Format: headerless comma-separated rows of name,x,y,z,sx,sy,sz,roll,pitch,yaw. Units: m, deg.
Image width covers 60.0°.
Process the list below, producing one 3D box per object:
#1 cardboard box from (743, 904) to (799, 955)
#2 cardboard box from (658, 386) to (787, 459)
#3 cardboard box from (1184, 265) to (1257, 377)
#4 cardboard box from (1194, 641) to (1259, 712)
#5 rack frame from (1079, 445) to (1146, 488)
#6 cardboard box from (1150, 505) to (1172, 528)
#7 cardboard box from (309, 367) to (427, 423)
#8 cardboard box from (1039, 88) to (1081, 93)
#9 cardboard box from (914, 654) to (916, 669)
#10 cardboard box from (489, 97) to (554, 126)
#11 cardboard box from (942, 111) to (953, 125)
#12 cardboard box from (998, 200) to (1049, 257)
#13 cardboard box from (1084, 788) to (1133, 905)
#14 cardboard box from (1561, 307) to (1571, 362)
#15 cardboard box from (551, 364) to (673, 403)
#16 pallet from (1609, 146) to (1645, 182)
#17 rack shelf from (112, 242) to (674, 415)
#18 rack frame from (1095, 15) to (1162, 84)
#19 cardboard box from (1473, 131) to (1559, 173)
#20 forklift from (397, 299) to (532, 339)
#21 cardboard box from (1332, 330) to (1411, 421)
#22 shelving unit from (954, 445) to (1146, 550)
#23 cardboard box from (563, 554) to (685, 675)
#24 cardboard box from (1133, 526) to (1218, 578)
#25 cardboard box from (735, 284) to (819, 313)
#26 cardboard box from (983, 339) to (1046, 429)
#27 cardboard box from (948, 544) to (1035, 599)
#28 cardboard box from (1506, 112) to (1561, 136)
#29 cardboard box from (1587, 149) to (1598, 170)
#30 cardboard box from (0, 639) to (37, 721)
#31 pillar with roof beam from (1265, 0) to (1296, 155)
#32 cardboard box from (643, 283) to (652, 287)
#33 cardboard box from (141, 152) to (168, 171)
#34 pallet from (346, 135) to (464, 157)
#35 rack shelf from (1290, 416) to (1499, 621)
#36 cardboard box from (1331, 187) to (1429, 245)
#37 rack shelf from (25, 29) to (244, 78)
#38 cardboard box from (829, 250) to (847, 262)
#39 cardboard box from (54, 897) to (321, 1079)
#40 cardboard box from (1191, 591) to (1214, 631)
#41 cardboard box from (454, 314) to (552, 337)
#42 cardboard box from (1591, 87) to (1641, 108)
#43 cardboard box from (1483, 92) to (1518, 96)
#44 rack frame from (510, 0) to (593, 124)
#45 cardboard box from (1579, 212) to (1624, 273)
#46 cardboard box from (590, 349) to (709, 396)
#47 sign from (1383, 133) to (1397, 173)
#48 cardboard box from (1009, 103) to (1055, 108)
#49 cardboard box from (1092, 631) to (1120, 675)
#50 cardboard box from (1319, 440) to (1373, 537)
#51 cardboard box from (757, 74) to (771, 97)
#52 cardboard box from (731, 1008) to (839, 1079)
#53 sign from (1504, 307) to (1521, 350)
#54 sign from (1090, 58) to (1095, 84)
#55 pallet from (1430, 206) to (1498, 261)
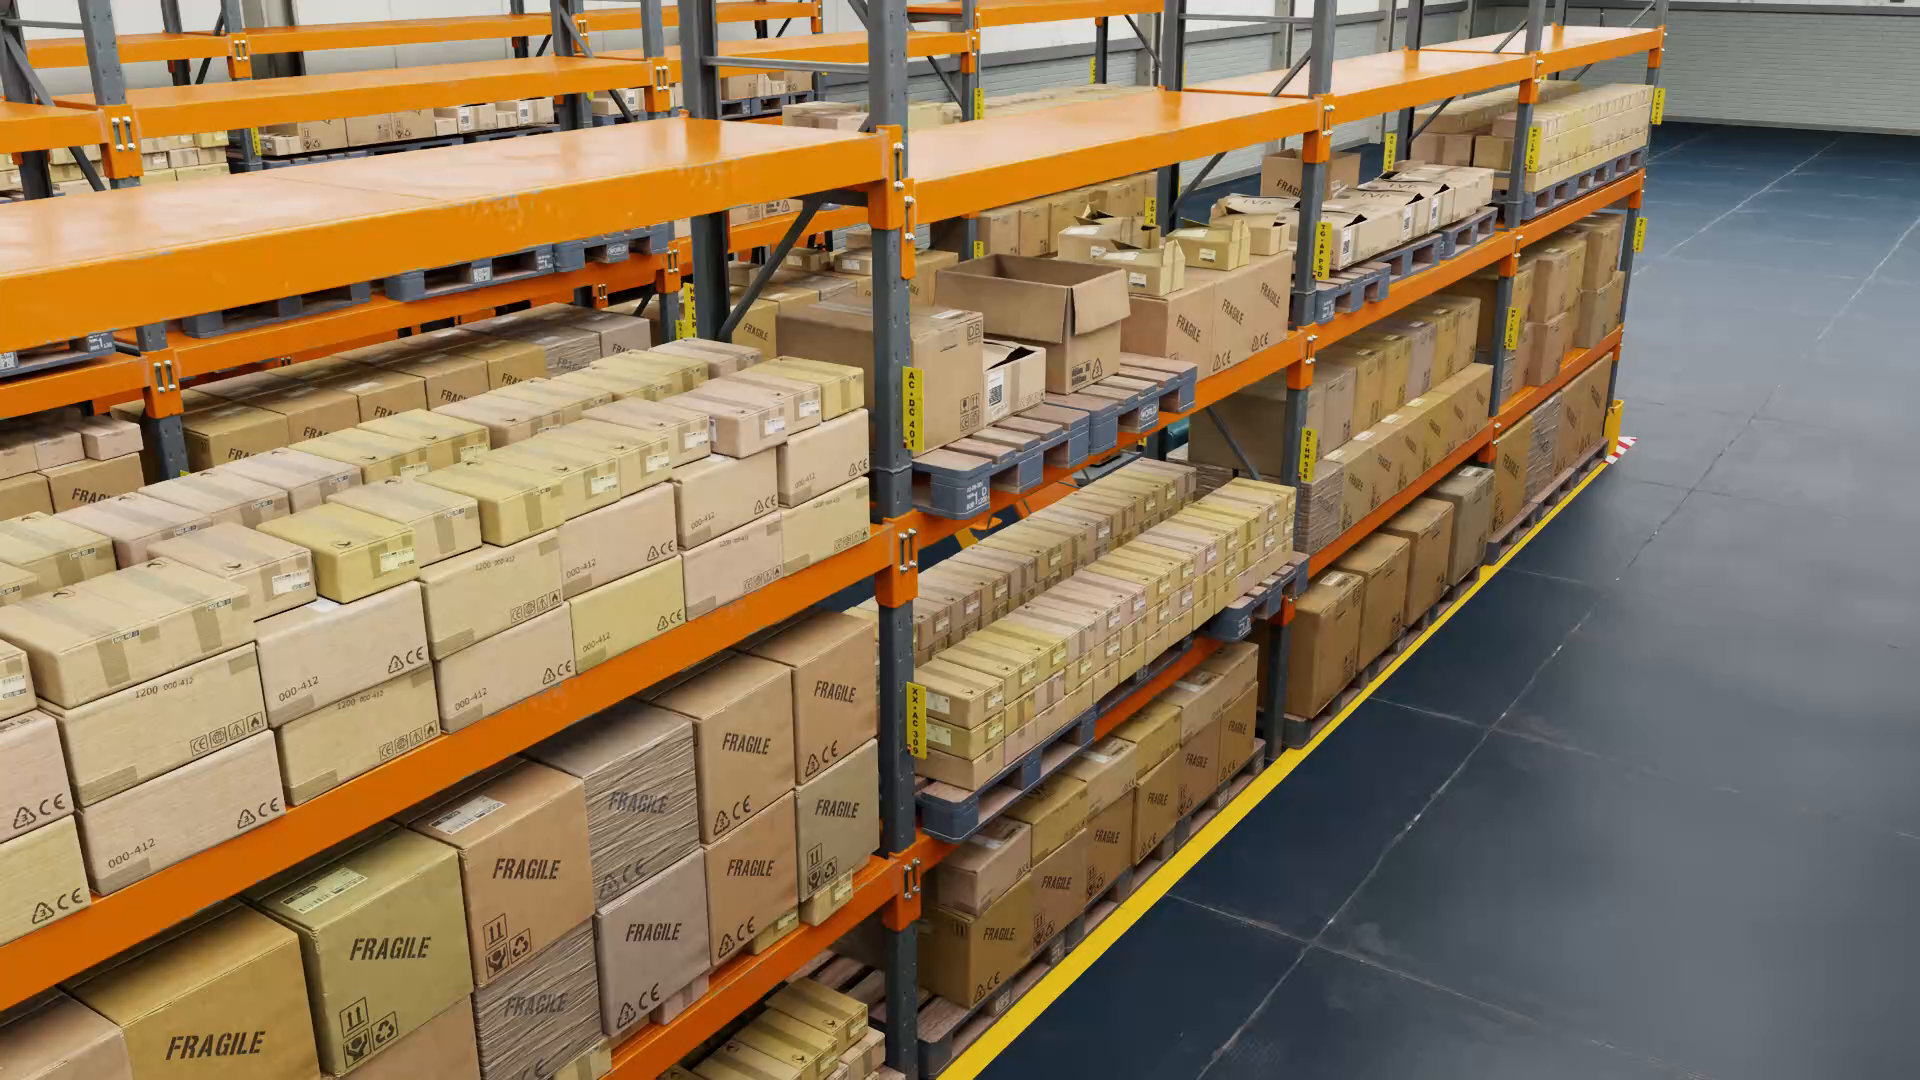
cardboard box,-0.856,1.450,6.530,0.380,0.149,0.250,14,25,34
cardboard box,-0.827,-0.414,5.805,0.380,0.149,0.250,13,24,32
cardboard box,1.232,-1.197,8.858,0.500,0.500,0.500,13,24,32
cardboard box,1.446,0.768,9.929,0.500,0.250,0.500,13,24,31
rack frame,1.006,-0.686,14.314,1.500,0.500,0.032,-29,1,37
cardboard box,1.025,-0.144,9.806,0.380,0.149,0.250,15,25,34
cardboard box,-3.754,-0.772,10.592,0.500,0.500,0.500,13,24,31
cardboard box,1.069,-4.743,17.800,0.380,0.149,0.250,13,24,32
cardboard box,-0.428,0.598,7.801,0.380,0.149,0.250,13,24,32
cardboard box,-4.601,-4.508,17.330,0.500,0.311,0.500,12,24,30
cardboard box,-0.291,-3.984,15.747,0.380,0.149,0.250,14,24,33
cardboard box,0.443,-3.069,16.370,0.700,0.500,0.500,13,24,32
cardboard box,0.579,1.555,8.883,0.500,0.500,0.500,14,24,33
cardboard box,4.966,-1.895,14.996,0.875,0.550,0.500,13,24,32
cardboard box,-1.274,-0.522,6.098,0.380,0.149,0.250,13,24,31
pallet,5.702,-3.549,15.487,1.003,0.211,1.213,13,24,32
rack shelf,-3.661,-1.535,10.952,1.077,0.370,4.000,13,24,32
rack frame,1.960,-6.148,18.063,1.000,3.000,0.127,13,24,32
cardboard box,4.368,-3.056,13.065,0.500,0.250,0.500,13,24,32
forklift,-4.351,-1.464,14.147,3.031,2.935,1.130,17,26,39
cardboard box,2.731,-1.185,11.708,0.700,0.500,0.500,13,24,31
shelving unit,0.739,-0.529,13.899,1.500,0.587,1.083,-29,1,37
cardboard box,-1.263,0.188,5.472,0.500,0.250,0.500,13,24,31
cardboard box,1.139,0.061,8.823,0.380,0.149,0.250,13,24,32
cardboard box,-1.513,-1.811,13.807,0.500,0.500,0.500,14,24,33
cardboard box,0.033,-0.729,7.259,0.500,0.311,0.500,13,24,31
cardboard box,0.162,0.159,8.557,0.380,0.149,0.250,12,23,29
cardboard box,4.490,-3.269,13.066,0.380,0.149,0.250,13,24,31
cardboard box,5.203,-3.258,14.186,0.380,0.149,0.250,14,24,33
cardboard box,-2.355,0.316,3.831,0.380,0.149,0.250,14,25,34
pillar with roof beam,10.395,-11.416,32.305,9.100,9.000,0.400,13,24,32
cardboard box,-3.711,-3.000,20.116,0.500,0.250,0.500,13,24,32
cardboard box,-6.975,-3.240,14.166,0.380,0.149,0.250,14,24,33
pallet,-5.711,-3.858,16.468,1.003,0.211,1.213,15,25,34
rack shelf,2.738,-0.339,12.043,1.077,0.370,4.000,13,24,32
cardboard box,2.773,-2.168,11.004,0.500,0.311,0.500,13,24,31
rack shelf,-7.769,-3.721,13.115,1.077,0.370,4.000,13,24,32
cardboard box,-1.070,-2.348,15.258,0.500,0.500,0.500,13,24,32
cardboard box,-2.133,1.314,4.522,0.500,0.500,0.500,14,25,33
cardboard box,1.138,0.342,8.920,0.380,0.149,0.250,12,23,29
cardboard box,-3.288,-1.317,12.064,0.500,0.500,0.500,13,24,32
cardboard box,5.916,-3.997,15.035,0.380,0.149,0.250,14,24,33
cardboard box,4.801,-3.834,14.592,0.380,0.149,0.250,14,24,33
rack frame,-4.396,-5.968,17.575,1.000,3.000,0.127,13,24,32
cardboard box,5.870,-2.876,16.092,0.875,0.550,0.550,13,24,32
cardboard box,-1.180,-0.605,6.323,0.380,0.149,0.250,12,24,30
sign,3.402,-3.045,13.137,0.100,0.325,0.005,13,24,32
cardboard box,0.704,-4.182,16.284,0.380,0.149,0.250,12,24,30
cardboard box,0.551,0.501,8.061,0.380,0.149,0.250,14,25,34
cardboard box,2.373,-0.372,10.952,0.500,0.500,0.500,13,24,31
cardboard box,-2.505,-5.520,20.131,0.396,0.266,0.258,13,24,32
cardboard box,-0.731,2.140,6.951,0.380,0.149,0.250,14,24,32
sign,4.316,-1.654,13.004,0.100,0.325,0.005,13,24,32
sign,1.511,-5.257,18.718,0.100,0.325,0.005,13,24,32
pallet,3.387,-2.295,12.245,0.805,0.209,1.217,12,24,30
